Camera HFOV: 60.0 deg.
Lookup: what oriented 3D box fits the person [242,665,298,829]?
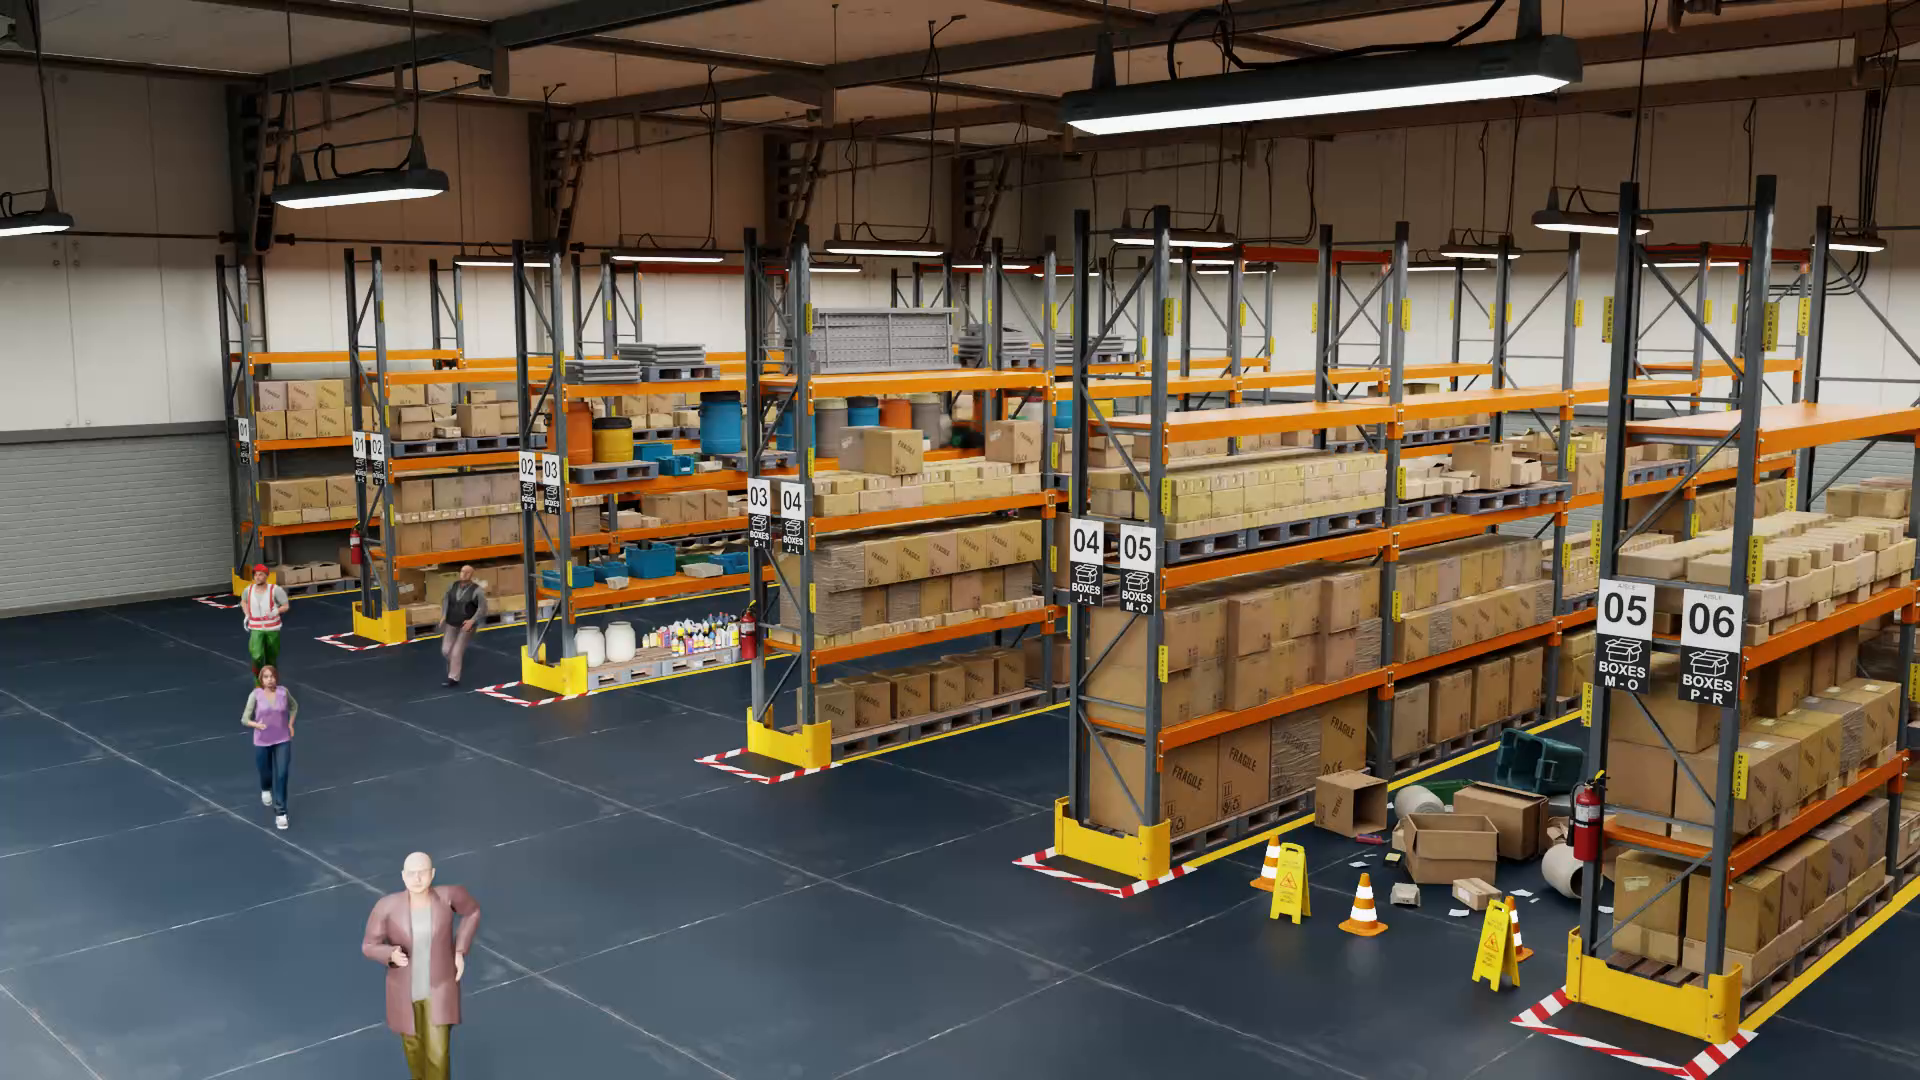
[{"bbox_3d":[-6.856,2.022,16.582,0.541,1.574,0.867,-4,9,-27],"label":"person"}]

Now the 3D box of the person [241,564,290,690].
[{"bbox_3d":[-9.128,1.209,21.856,0.620,1.806,0.709,-2,8,-15],"label":"person"}]

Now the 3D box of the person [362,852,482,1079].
[{"bbox_3d":[-3.339,2.830,10.364,0.699,1.837,0.811,-2,8,-13],"label":"person"}]

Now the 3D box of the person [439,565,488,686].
[{"bbox_3d":[-6.753,1.166,22.557,0.684,1.648,0.526,1,8,7],"label":"person"}]
